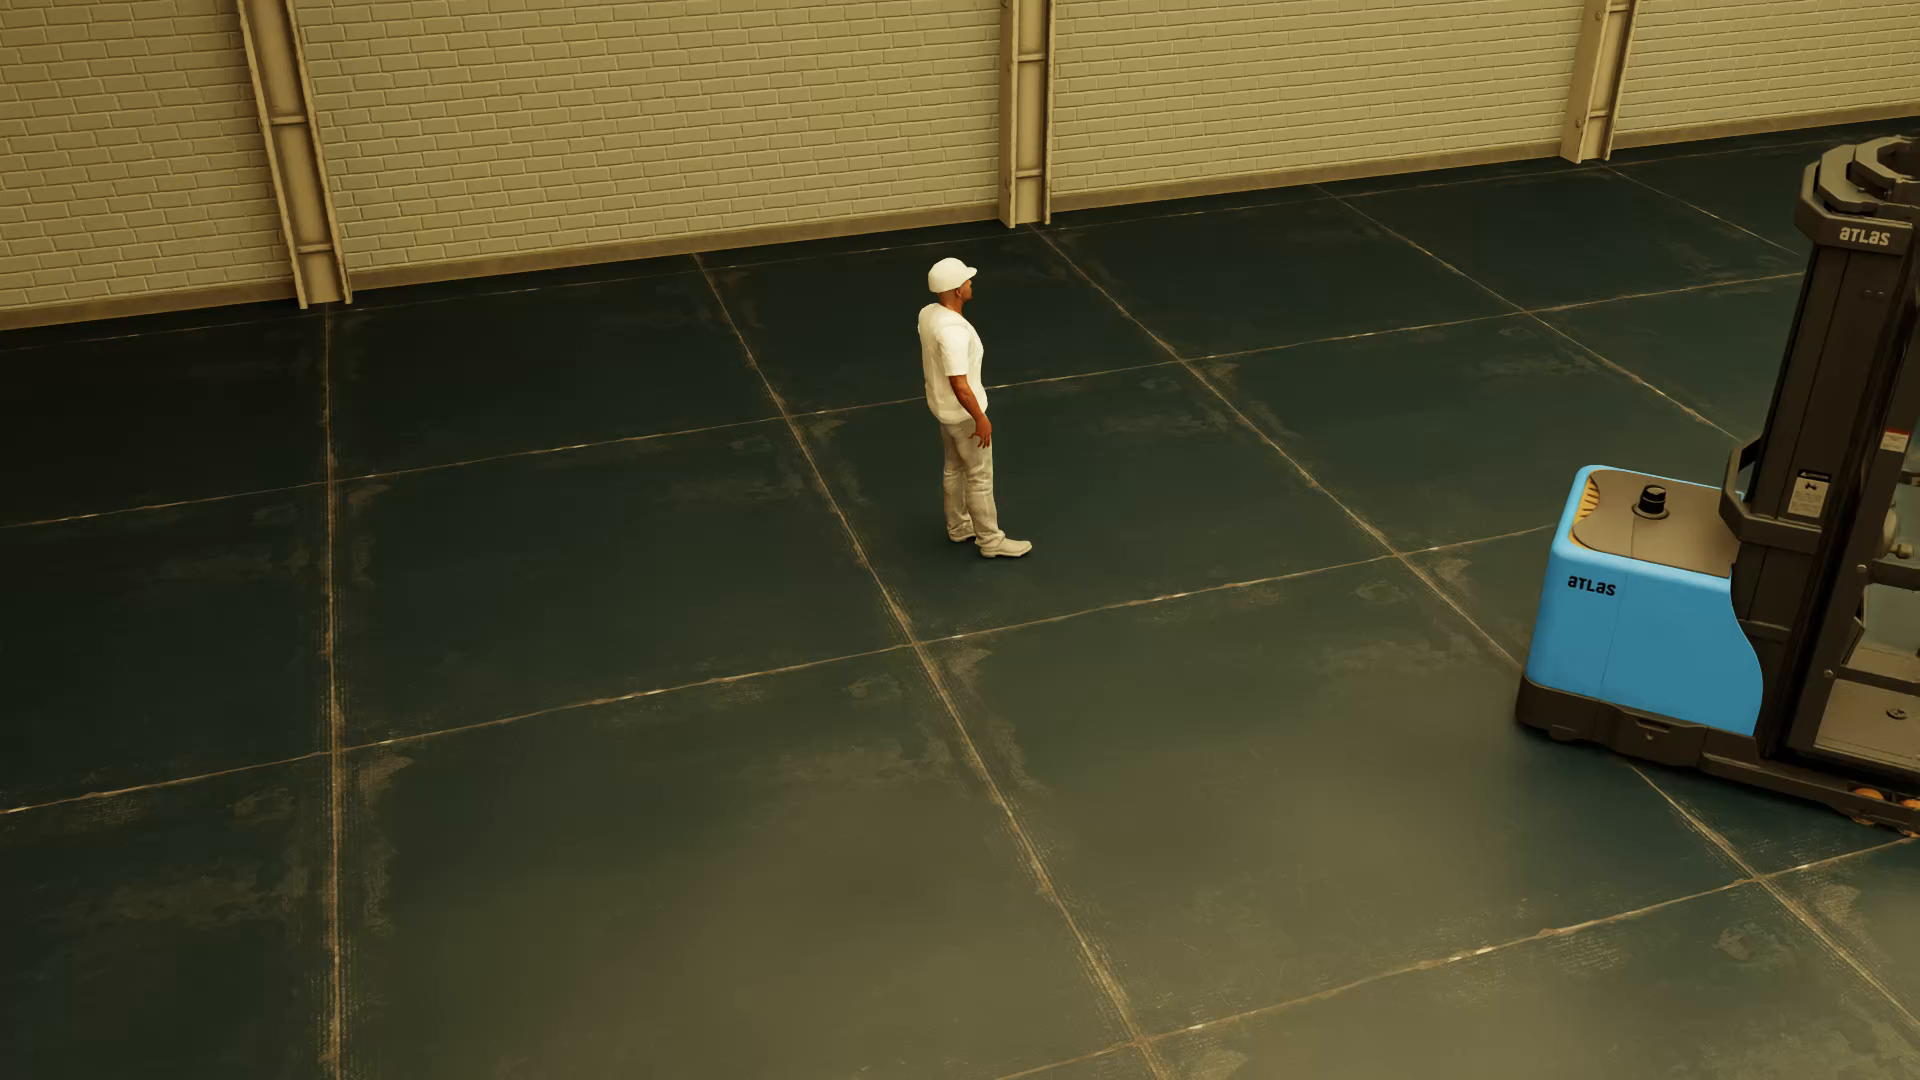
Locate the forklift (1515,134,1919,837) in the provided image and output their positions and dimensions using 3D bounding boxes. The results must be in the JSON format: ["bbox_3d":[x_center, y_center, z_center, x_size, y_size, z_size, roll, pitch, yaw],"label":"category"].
[{"bbox_3d":[4.347,-0.210,7.452,3.031,2.935,1.130,14,33,22],"label":"forklift"}]

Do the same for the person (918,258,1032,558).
[{"bbox_3d":[0.068,-0.780,9.596,0.577,1.765,0.665,-10,31,-16],"label":"person"}]
